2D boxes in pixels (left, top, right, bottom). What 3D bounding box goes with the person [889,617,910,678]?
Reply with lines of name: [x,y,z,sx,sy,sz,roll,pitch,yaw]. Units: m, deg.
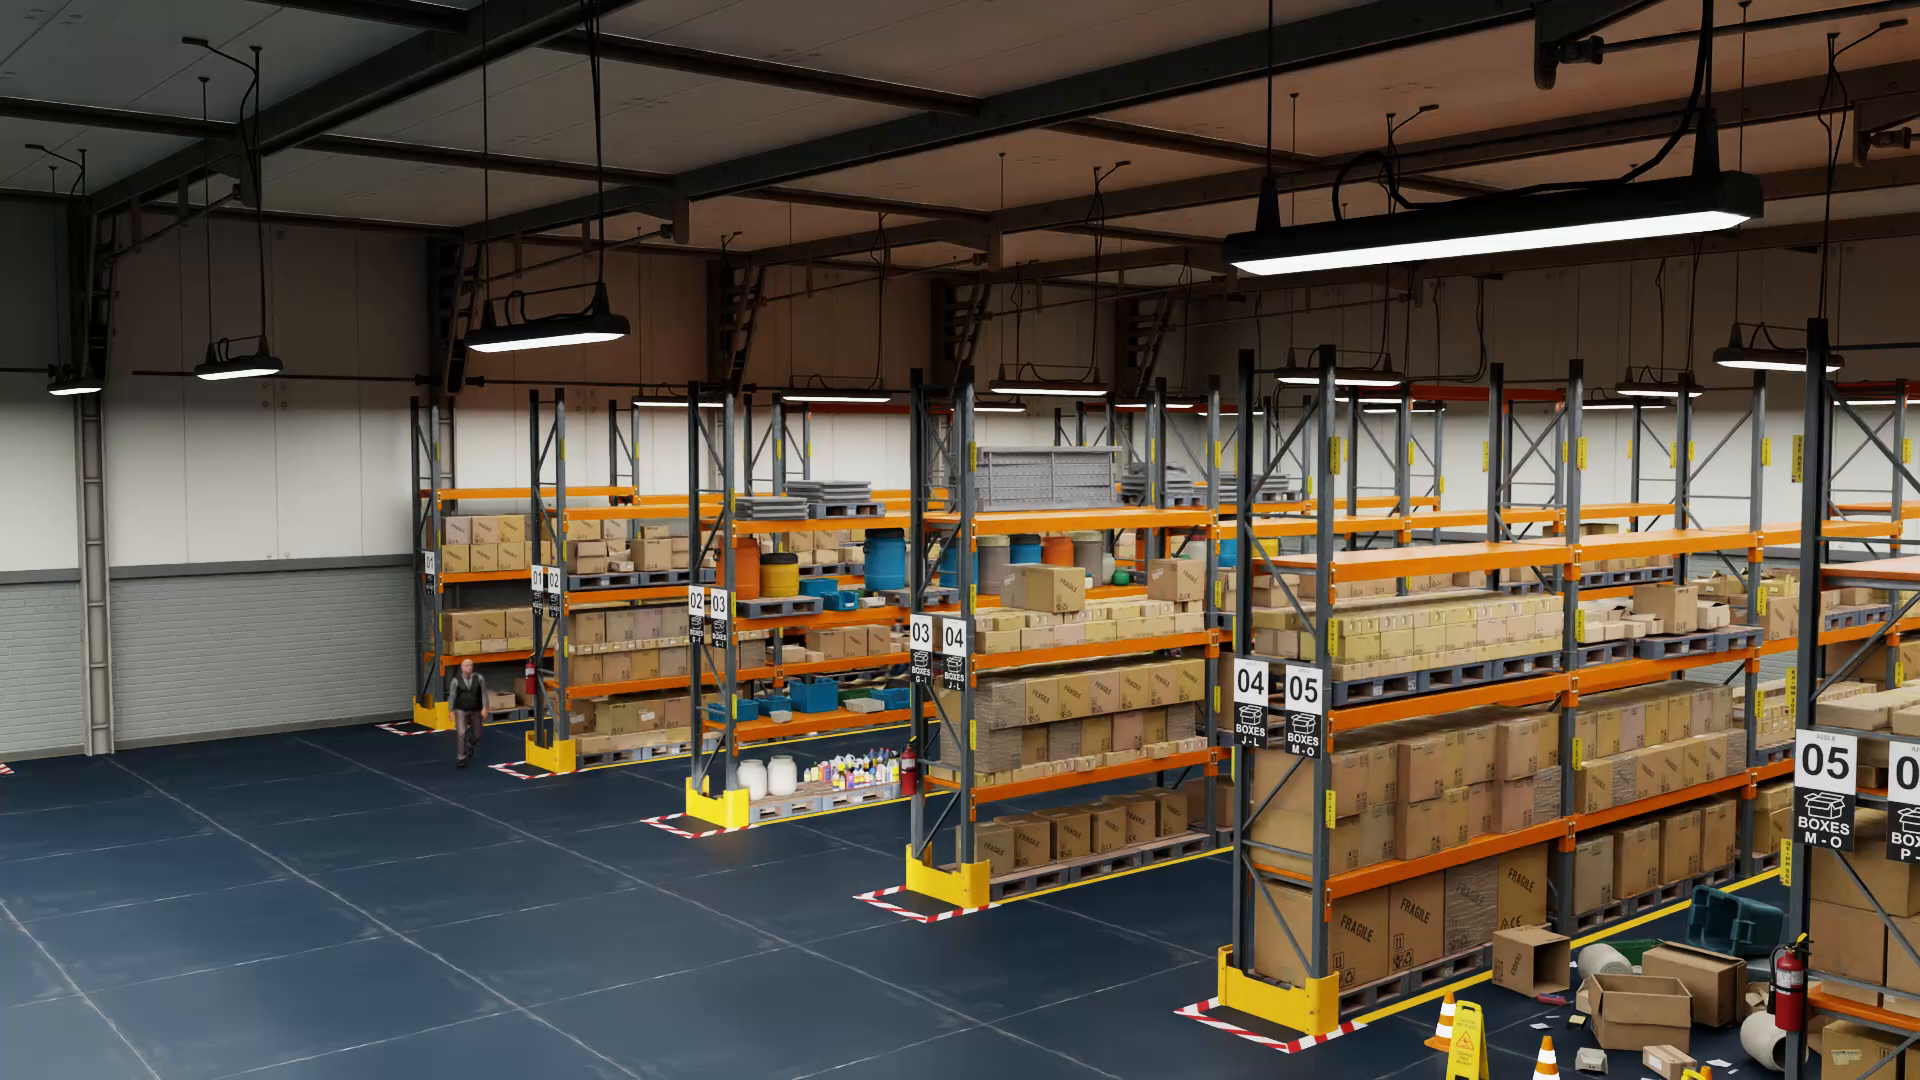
person: [-1.307,2.302,34.836,0.453,1.580,0.437,-1,4,-18]

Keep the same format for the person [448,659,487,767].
person: [-7.896,2.743,26.674,0.592,1.689,0.899,-1,4,-23]
